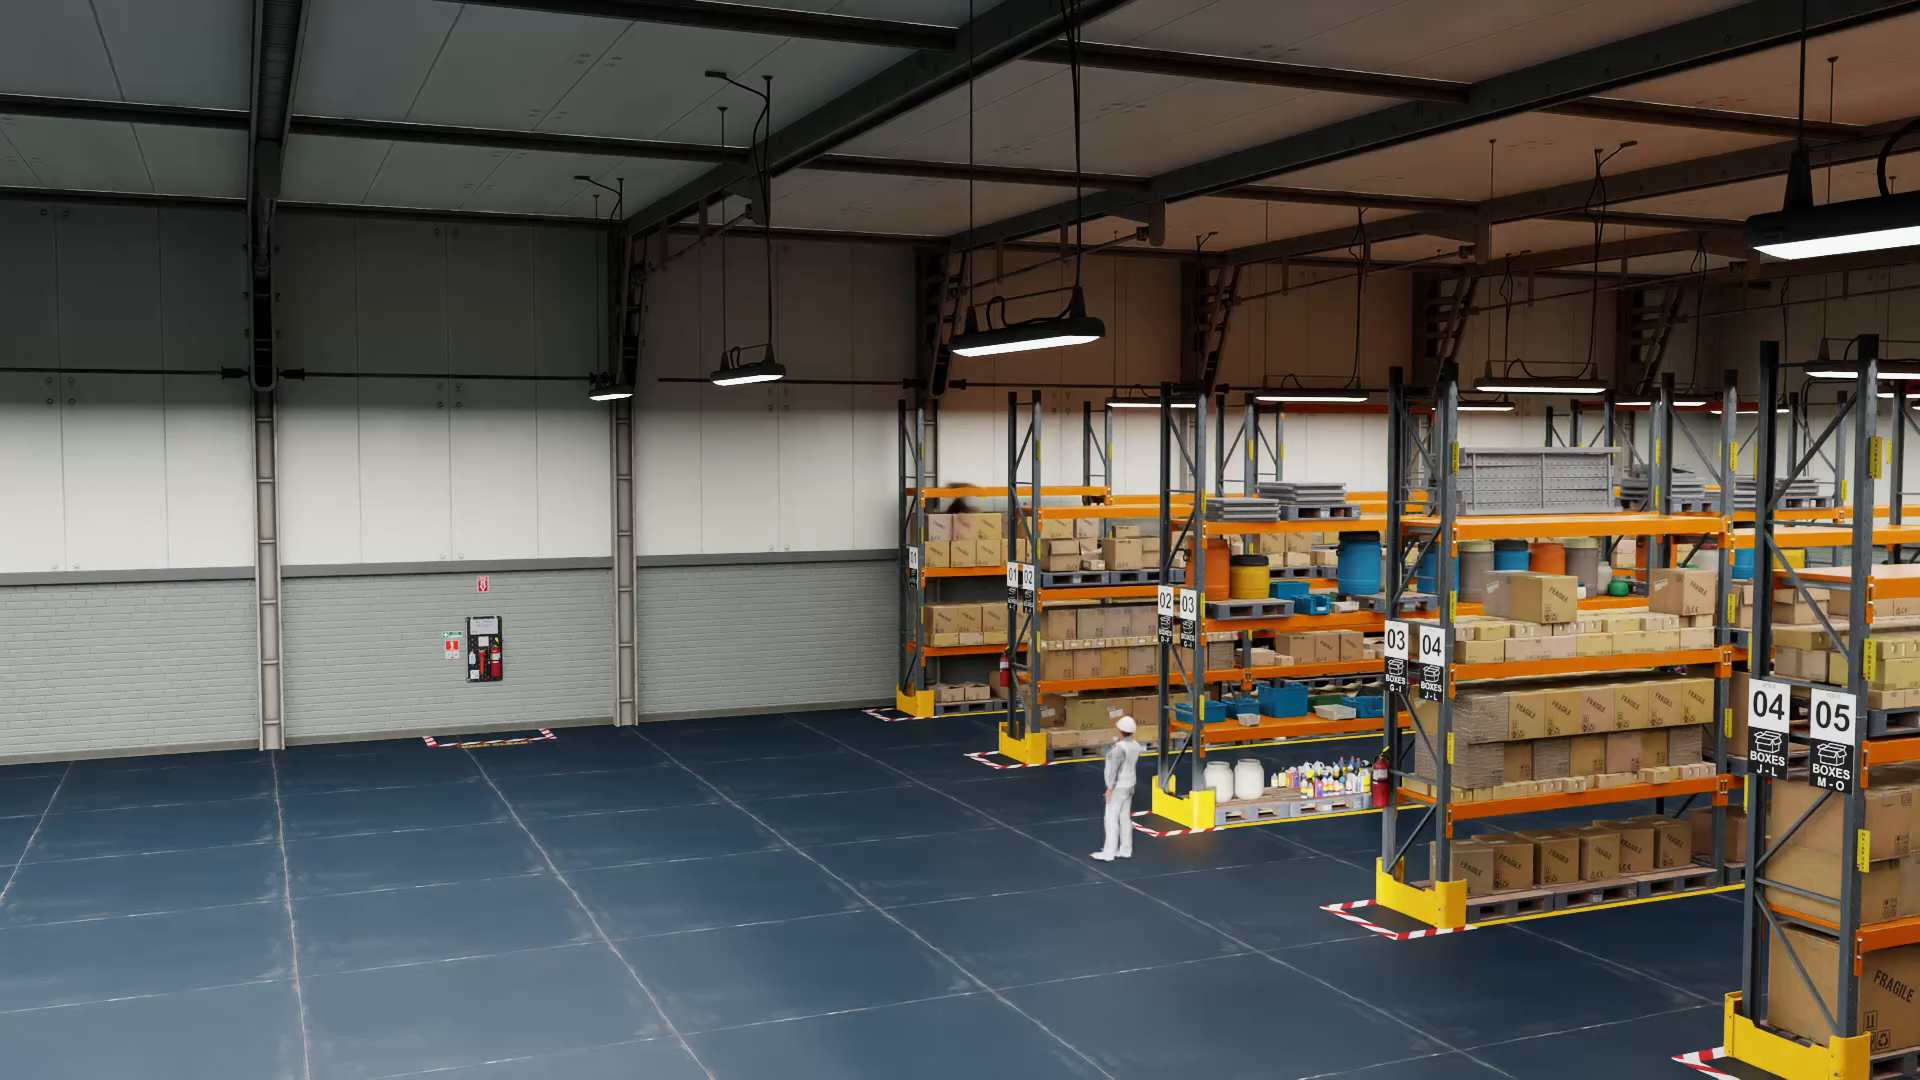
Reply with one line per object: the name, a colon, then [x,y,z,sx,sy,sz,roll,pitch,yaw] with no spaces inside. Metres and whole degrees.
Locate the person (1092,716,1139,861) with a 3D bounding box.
person: [1.953,3.074,20.688,0.501,1.781,0.607,1,4,22]
